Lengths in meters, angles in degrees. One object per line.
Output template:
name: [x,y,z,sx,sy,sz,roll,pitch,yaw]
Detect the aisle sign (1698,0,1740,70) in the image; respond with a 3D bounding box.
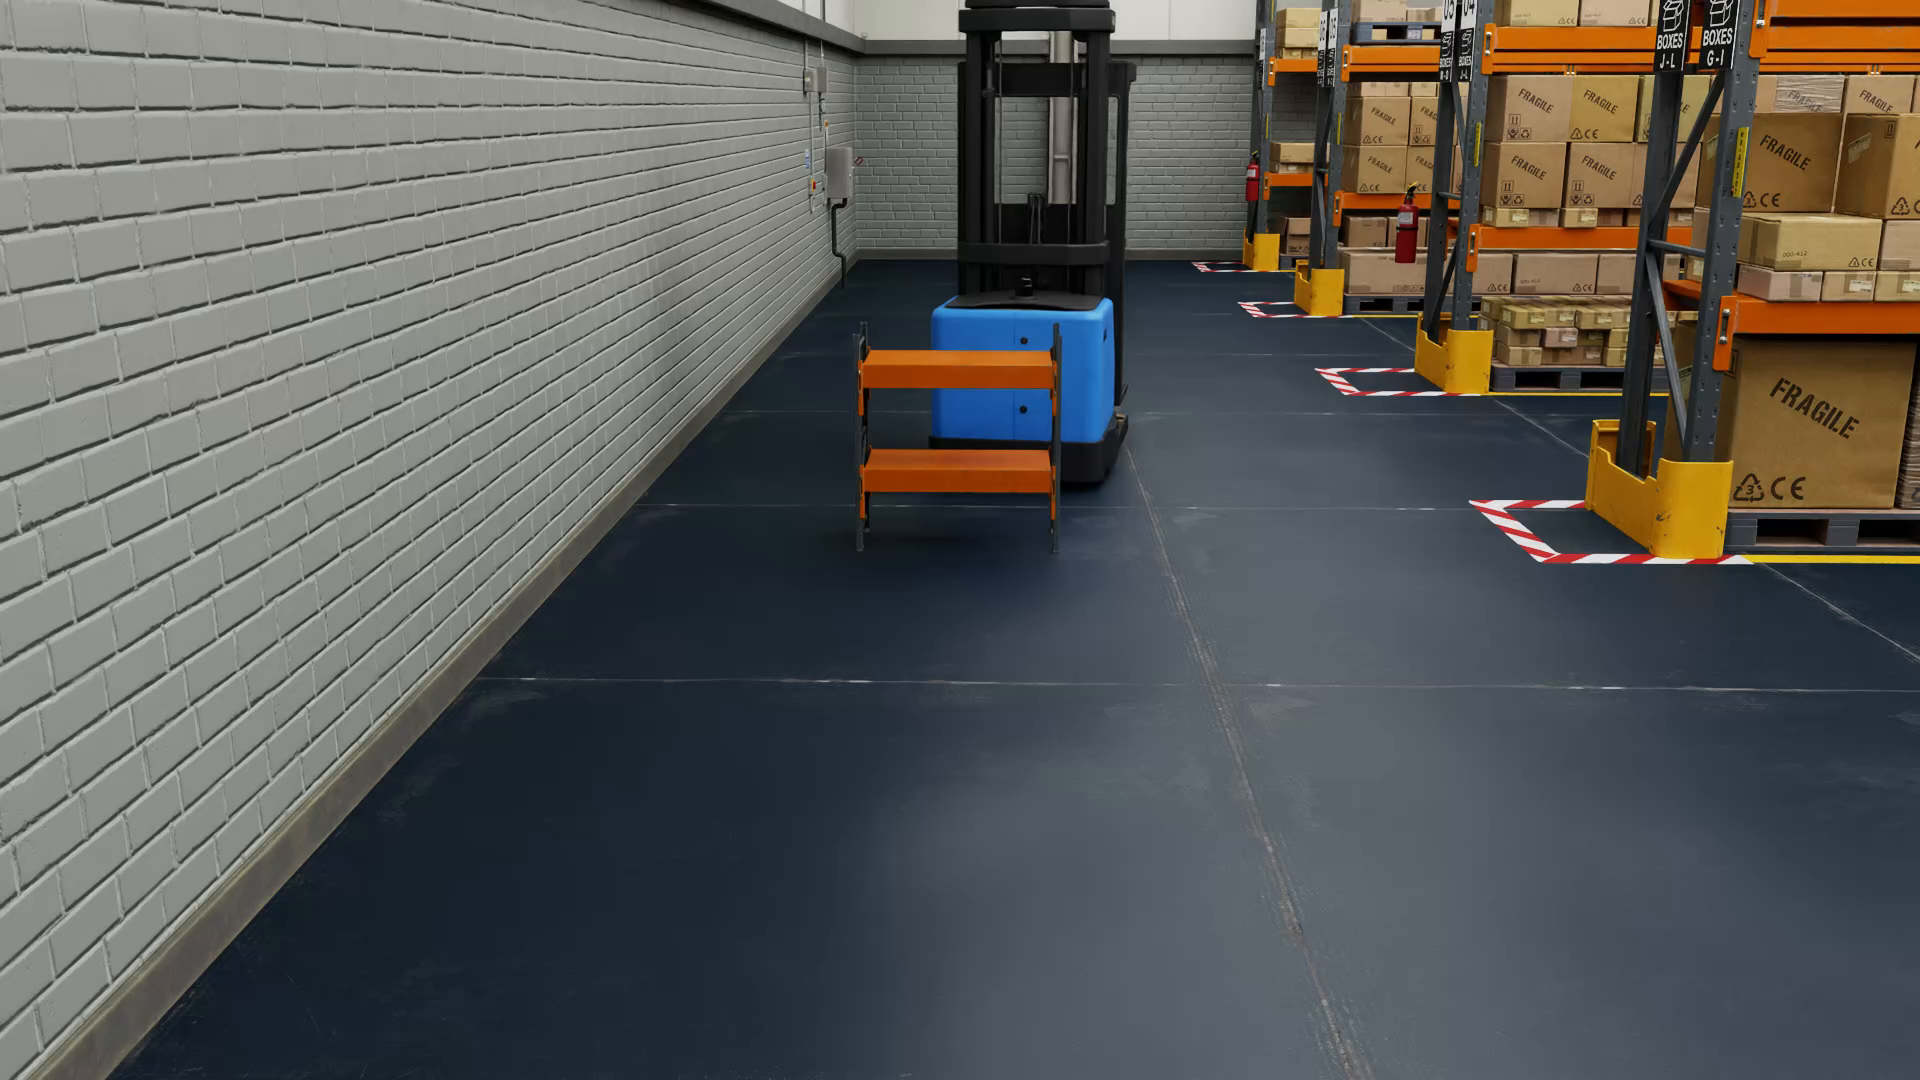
aisle sign: [3.690,-2.683,8.033,0.004,0.787,0.394,0,15,1]

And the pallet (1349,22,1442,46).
pallet: [4.765,-5.435,17.853,1.213,0.211,1.003,0,15,1]

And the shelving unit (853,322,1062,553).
shelving unit: [-0.007,-0.544,8.697,1.048,1.125,0.538,0,15,1]

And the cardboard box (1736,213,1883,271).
cardboard box: [4.243,-1.501,8.362,0.500,0.250,0.500,0,15,0]

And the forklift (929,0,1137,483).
forklift: [0.567,-2.086,10.999,1.130,2.935,3.031,2,15,9]

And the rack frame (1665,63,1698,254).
rack frame: [8.021,-4.003,18.133,0.127,3.000,1.000,0,15,1]

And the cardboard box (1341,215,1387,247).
cardboard box: [5.608,-4.246,23.130,0.500,0.500,0.700,1,15,4]

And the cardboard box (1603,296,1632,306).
cardboard box: [5.572,-1.949,13.945,0.250,0.149,0.380,1,15,4]

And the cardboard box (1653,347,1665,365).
cardboard box: [5.535,-1.518,13.479,0.250,0.149,0.380,0,15,2]

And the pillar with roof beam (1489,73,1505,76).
pillar with roof beam: [7.362,-7.306,18.893,0.400,9.000,9.100,0,15,1]

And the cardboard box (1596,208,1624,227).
cardboard box: [5.099,-2.586,13.254,0.250,0.149,0.380,1,15,4]

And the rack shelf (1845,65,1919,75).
rack shelf: [14.143,-6.333,22.492,4.000,0.370,1.077,0,15,1]

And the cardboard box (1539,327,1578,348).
cardboard box: [4.787,-1.650,13.395,0.250,0.149,0.380,0,15,1]

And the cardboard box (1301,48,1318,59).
cardboard box: [4.721,-6.568,22.466,0.250,0.149,0.380,1,15,2]

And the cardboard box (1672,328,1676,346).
cardboard box: [5.827,-1.673,13.482,0.250,0.149,0.380,1,15,4]

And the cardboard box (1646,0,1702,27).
cardboard box: [5.481,-4.071,12.806,0.500,0.250,0.500,0,15,0]

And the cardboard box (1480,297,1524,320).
cardboard box: [4.533,-1.940,13.911,0.250,0.149,0.380,1,15,2]

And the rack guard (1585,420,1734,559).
rack guard: [3.746,-0.294,8.973,0.348,0.500,1.175,0,15,1]

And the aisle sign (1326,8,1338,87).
aisle sign: [3.943,-5.213,17.622,0.004,0.787,0.394,0,15,1]

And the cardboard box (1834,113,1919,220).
cardboard box: [4.742,-1.861,8.253,0.500,0.500,0.500,0,15,0]

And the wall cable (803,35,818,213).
wall cable: [-1.615,-4.566,18.215,0.123,1.953,0.585,0,15,1]

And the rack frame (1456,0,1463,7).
rack frame: [3.997,-5.667,12.680,0.127,3.000,1.000,0,15,1]

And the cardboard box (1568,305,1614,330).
cardboard box: [5.040,-1.783,13.317,0.250,0.149,0.380,0,15,1]

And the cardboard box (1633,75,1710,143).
cardboard box: [5.463,-3.361,12.958,0.500,0.500,0.500,0,15,0]

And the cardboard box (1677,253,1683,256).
cardboard box: [9.654,-4.198,22.947,0.500,0.500,0.500,0,15,0]

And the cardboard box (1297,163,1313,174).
cardboard box: [4.723,-5.112,22.827,0.250,0.149,0.380,1,15,3]

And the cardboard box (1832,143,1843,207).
cardboard box: [6.986,-2.867,13.048,0.500,0.500,0.500,0,15,0]

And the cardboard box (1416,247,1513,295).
cardboard box: [5.600,-3.011,18.571,0.875,0.438,0.875,1,15,3]

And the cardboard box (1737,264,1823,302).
cardboard box: [4.116,-1.294,8.357,0.250,0.149,0.380,1,15,2]

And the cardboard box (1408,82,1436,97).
cardboard box: [4.891,-4.787,17.678,0.250,0.149,0.380,1,15,3]

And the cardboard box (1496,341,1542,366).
cardboard box: [4.513,-1.506,13.433,0.250,0.149,0.380,1,15,3]

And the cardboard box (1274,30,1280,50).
cardboard box: [4.597,-6.883,22.881,0.500,0.250,0.500,0,15,0]

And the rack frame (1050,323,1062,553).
rack frame: [0.501,-0.541,8.684,0.032,1.125,0.500,0,15,1]

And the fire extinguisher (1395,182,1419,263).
fire extinguisher: [3.757,-2.668,13.955,0.183,0.674,0.296,0,15,1]

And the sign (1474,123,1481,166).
sign: [3.984,-3.046,12.810,0.005,0.325,0.100,0,15,1]

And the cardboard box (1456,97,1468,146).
cardboard box: [5.527,-4.482,17.793,0.500,0.500,0.500,0,15,1]

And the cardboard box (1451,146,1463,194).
cardboard box: [5.510,-3.997,17.914,0.500,0.500,0.500,0,15,1]

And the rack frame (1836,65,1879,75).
rack frame: [12.143,-5.243,22.833,0.127,3.000,1.000,0,15,1]

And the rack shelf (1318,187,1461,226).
rack shelf: [6.022,-3.668,18.275,4.000,0.370,1.077,0,15,1]

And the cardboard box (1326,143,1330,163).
cardboard box: [5.096,-5.292,22.727,0.500,0.250,0.500,1,15,2]

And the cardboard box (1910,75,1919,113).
cardboard box: [7.519,-3.350,12.918,0.500,0.500,0.500,0,15,-1]

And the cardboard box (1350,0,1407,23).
cardboard box: [4.475,-5.679,17.878,0.500,0.250,0.500,-1,15,-4]

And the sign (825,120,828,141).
sign: [-1.624,-4.981,20.222,0.001,0.242,0.339,0,15,1]

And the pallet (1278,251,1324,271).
pallet: [5.019,-3.941,23.365,1.213,0.211,1.003,0,15,1]

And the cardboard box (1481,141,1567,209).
cardboard box: [4.439,-2.885,13.116,0.500,0.500,0.500,1,15,4]
